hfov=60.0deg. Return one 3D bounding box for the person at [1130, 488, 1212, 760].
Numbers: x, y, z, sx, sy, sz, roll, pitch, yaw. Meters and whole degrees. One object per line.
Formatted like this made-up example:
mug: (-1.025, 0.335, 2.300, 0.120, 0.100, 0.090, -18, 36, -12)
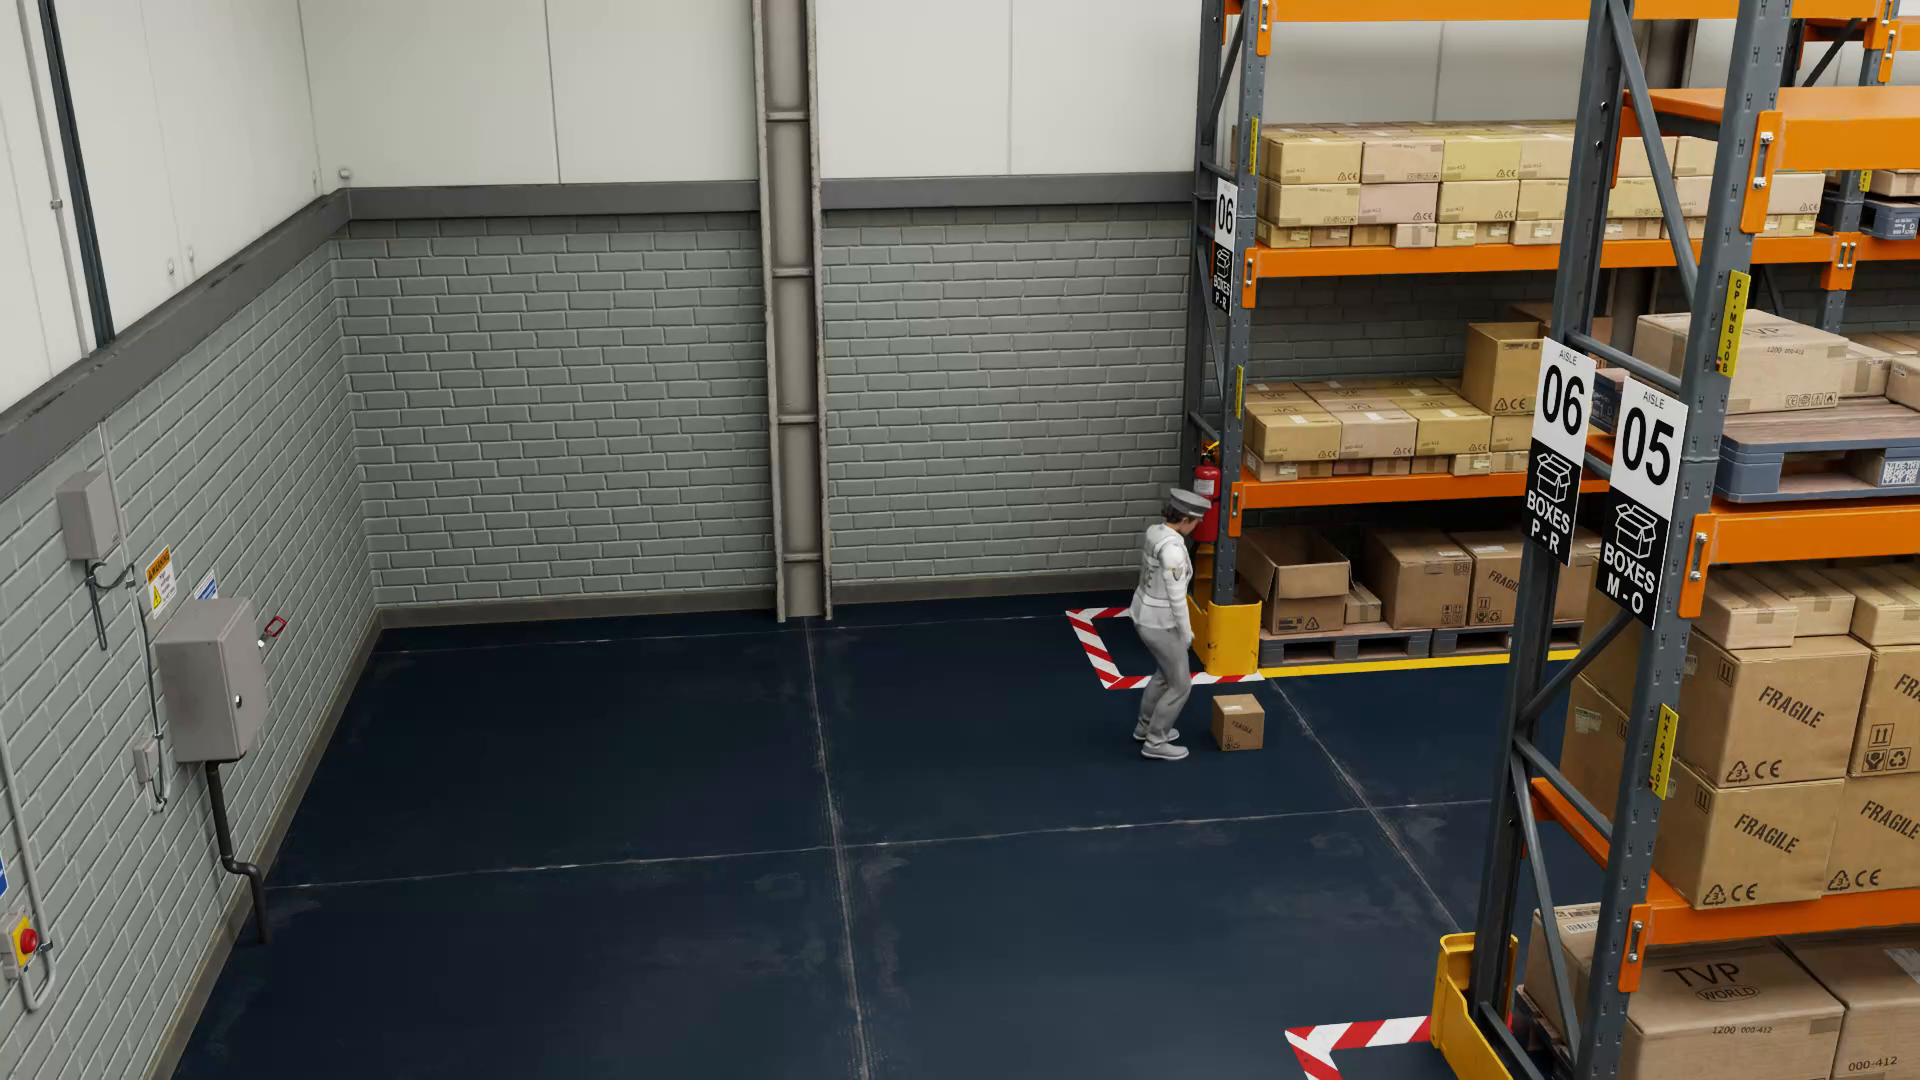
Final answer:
person: (13.384, -0.278, 5.732, 23.746, 5.877, 10.479, -2, 20, -6)
